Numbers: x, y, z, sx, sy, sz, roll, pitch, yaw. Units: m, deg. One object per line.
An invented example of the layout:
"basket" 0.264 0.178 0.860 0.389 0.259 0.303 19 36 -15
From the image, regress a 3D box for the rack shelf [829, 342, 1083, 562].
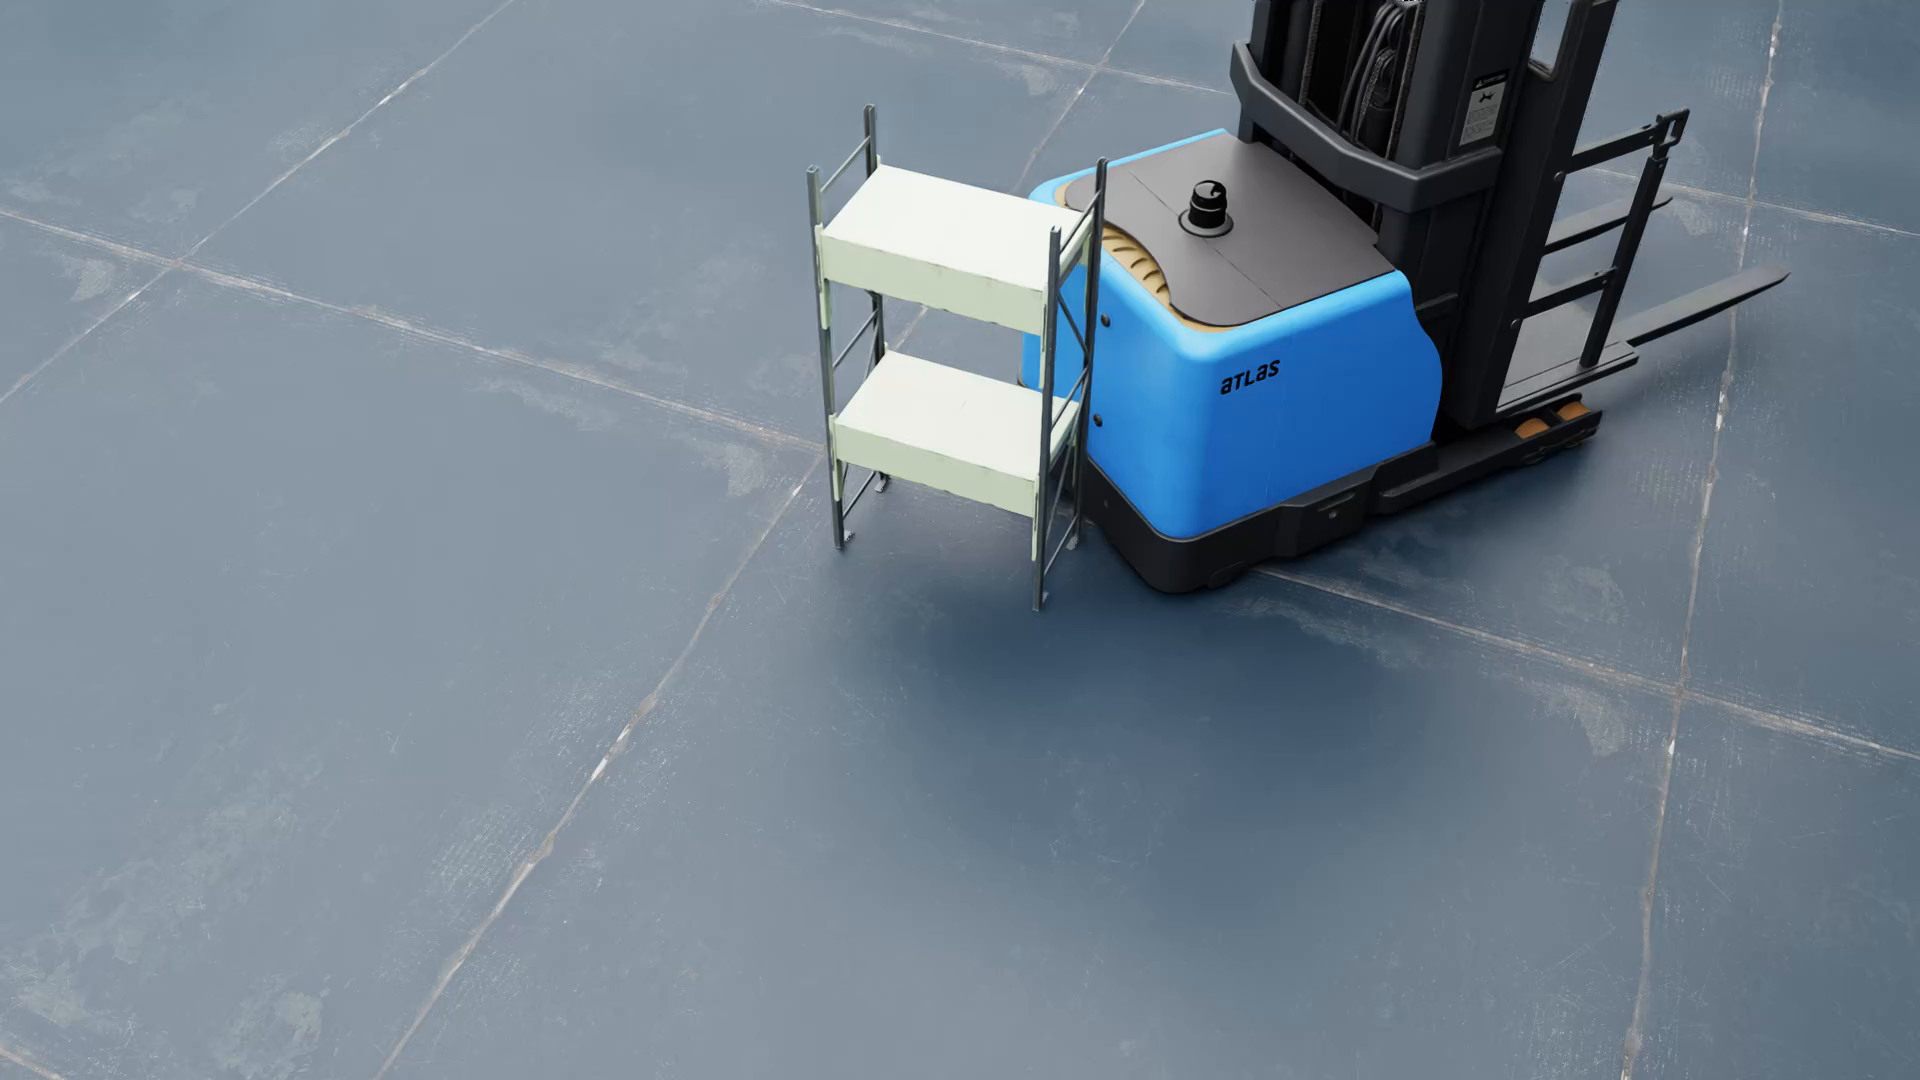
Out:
"rack shelf" -0.006 -0.295 5.446 0.720 0.370 0.431 17 47 16

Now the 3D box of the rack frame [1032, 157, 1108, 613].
"rack frame" 0.330 -0.423 5.112 0.023 1.500 0.400 17 47 16

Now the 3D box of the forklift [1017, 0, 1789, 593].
"forklift" 1.747 -1.620 5.301 3.031 2.935 1.130 -21 49 -20

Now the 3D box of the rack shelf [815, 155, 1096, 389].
"rack shelf" -0.006 -0.803 4.940 0.720 0.370 0.431 17 47 16

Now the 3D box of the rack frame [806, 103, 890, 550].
"rack frame" -0.341 -0.629 5.319 0.023 1.500 0.400 17 47 16

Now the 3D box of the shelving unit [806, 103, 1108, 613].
"shelving unit" -0.006 -0.526 5.216 0.755 1.500 0.431 17 47 16
